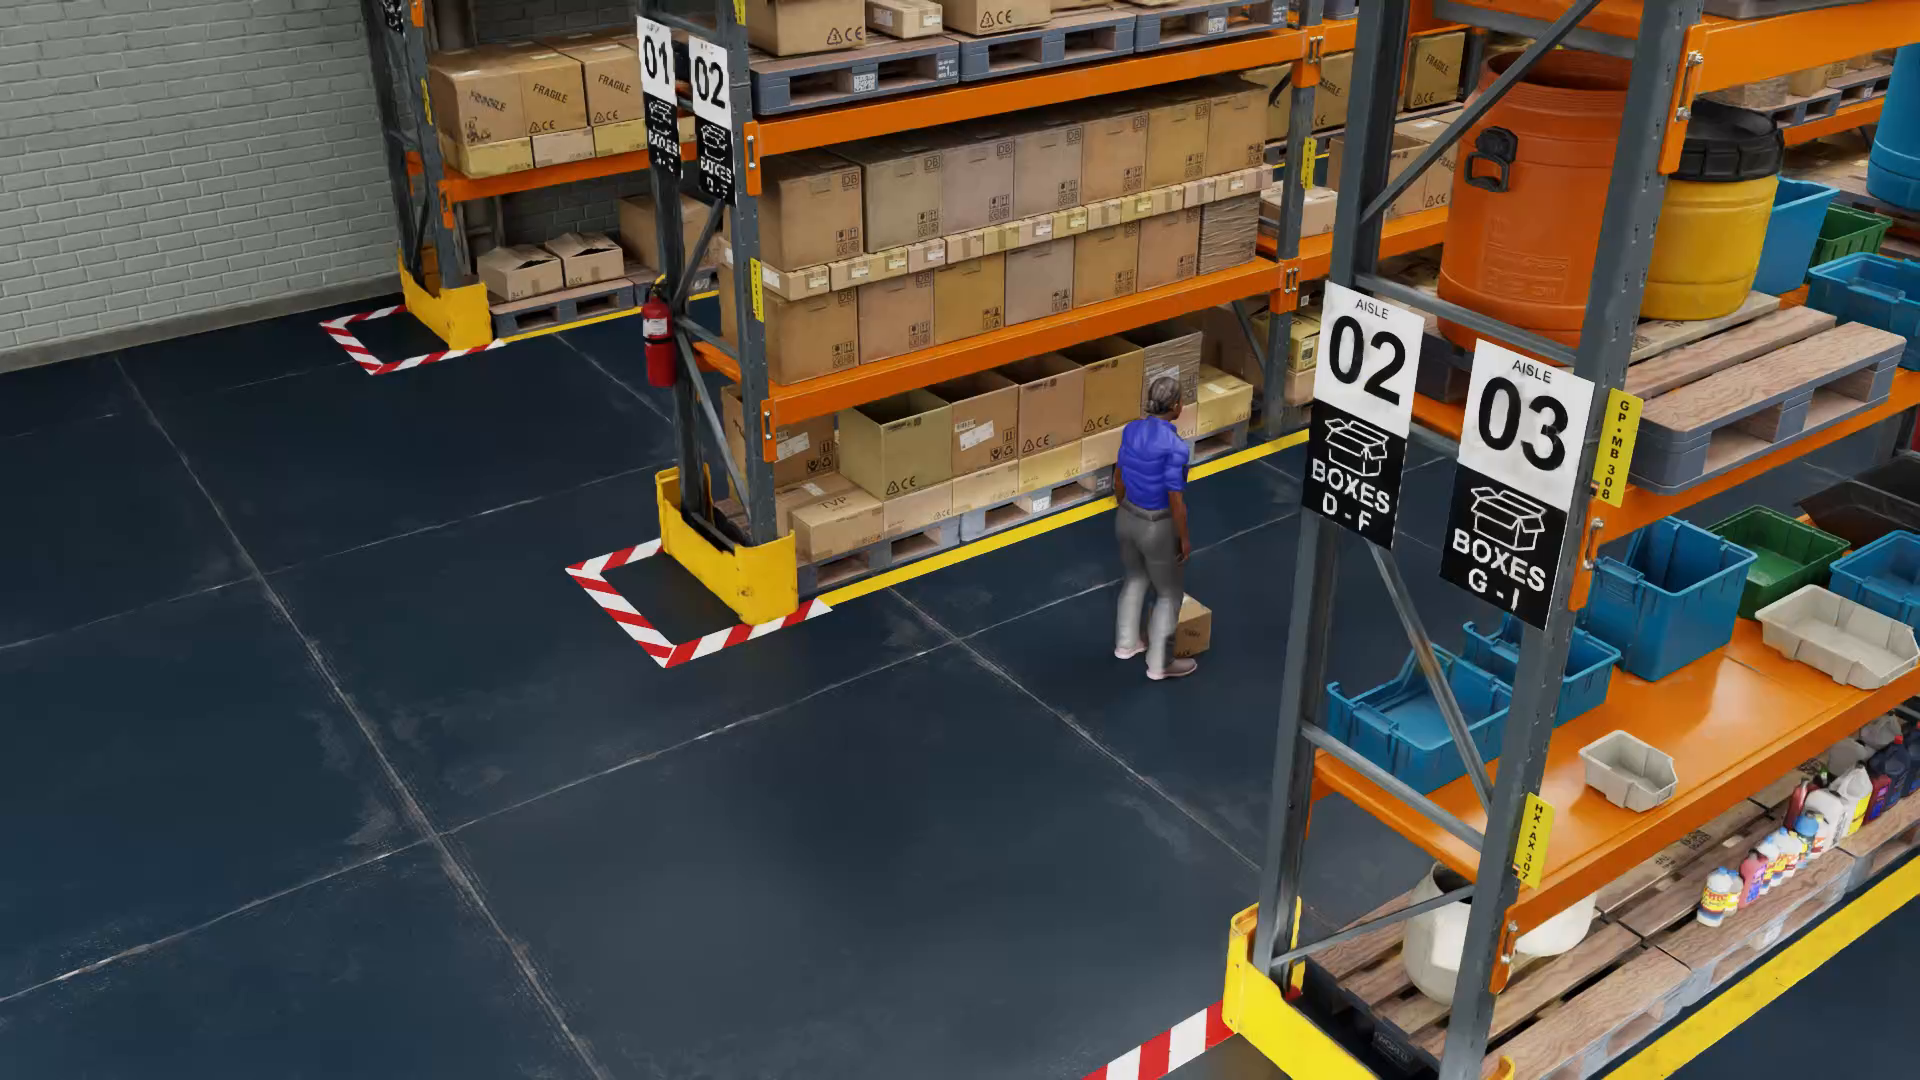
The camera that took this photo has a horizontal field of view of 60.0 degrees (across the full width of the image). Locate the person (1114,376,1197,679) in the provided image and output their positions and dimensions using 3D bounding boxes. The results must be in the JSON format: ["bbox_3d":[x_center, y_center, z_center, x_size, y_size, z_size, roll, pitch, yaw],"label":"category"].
[{"bbox_3d":[1.022,-0.066,8.751,0.350,1.653,0.527,-21,35,-33],"label":"person"}]
